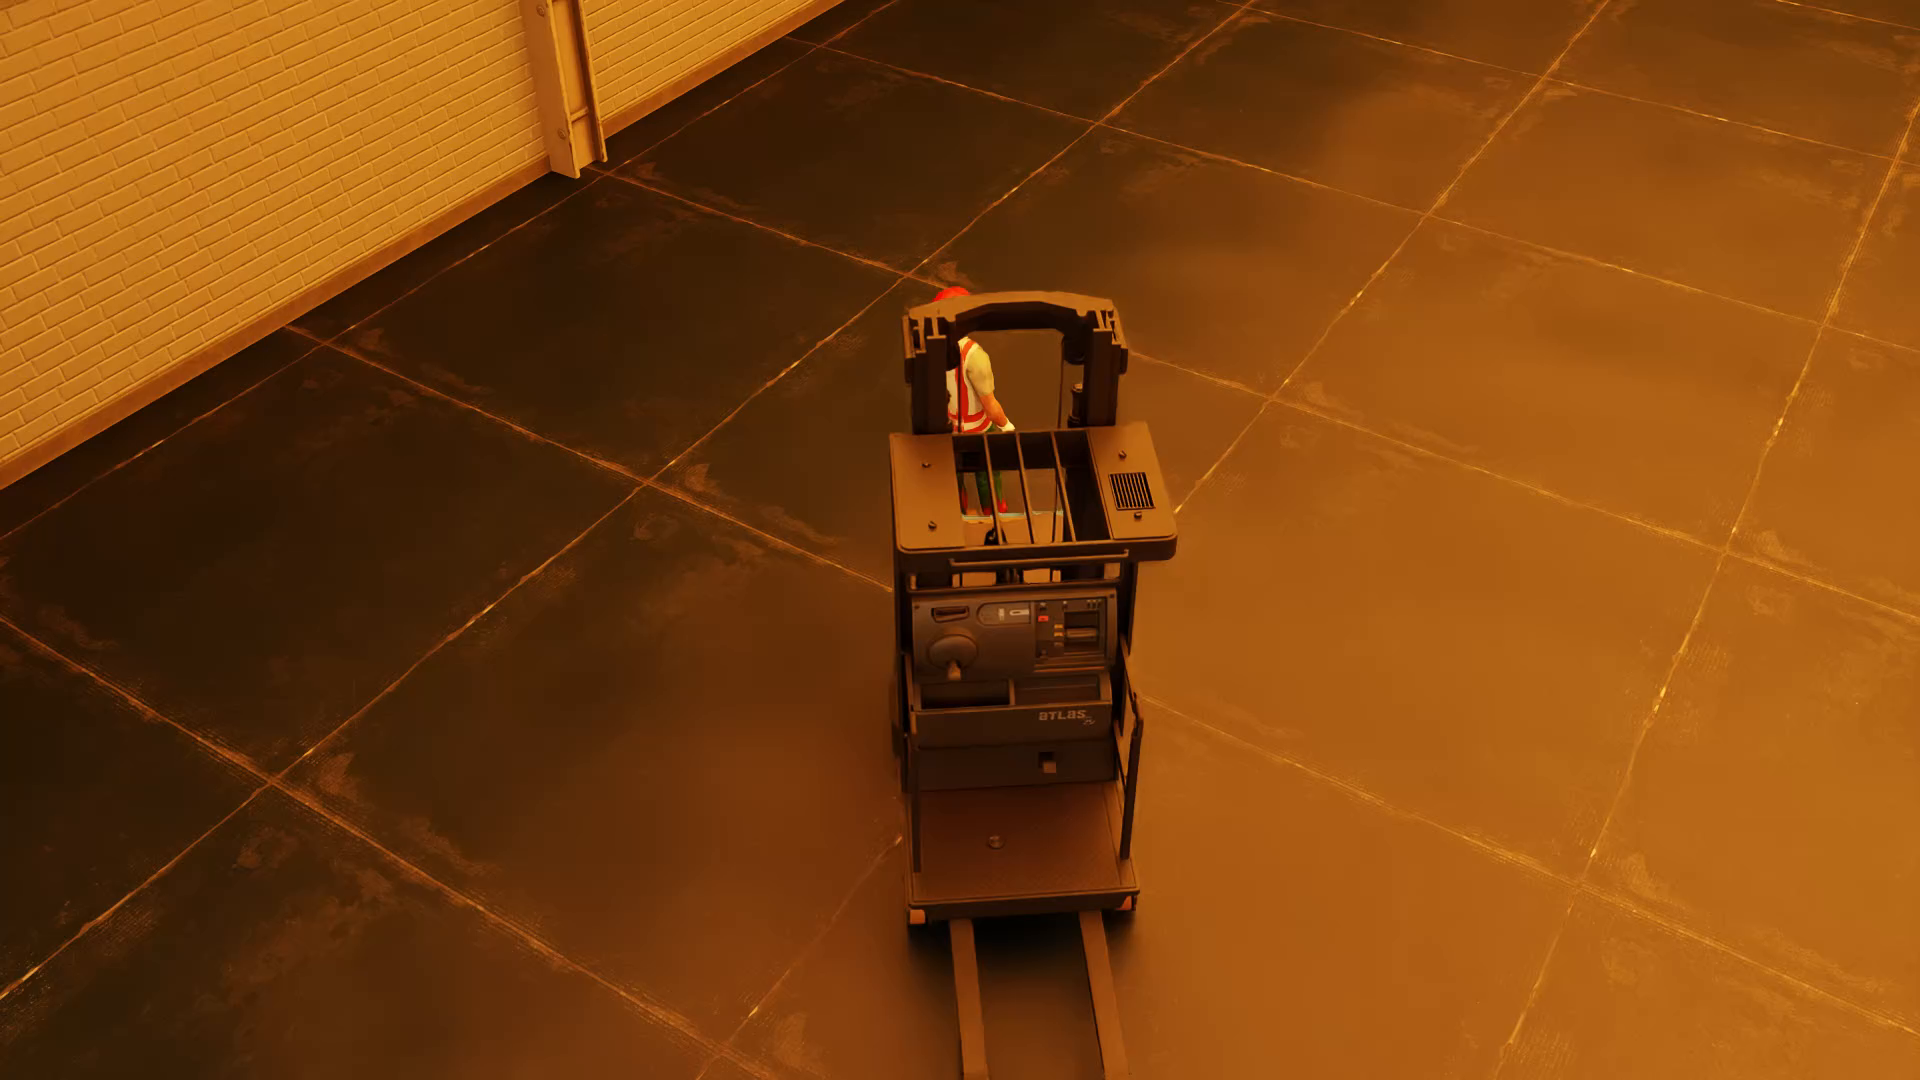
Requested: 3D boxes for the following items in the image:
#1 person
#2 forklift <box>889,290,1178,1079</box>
[{"bbox_3d":[0.054,-0.728,9.697,0.638,1.788,0.563,22,45,24],"label":"person"},{"bbox_3d":[0.267,0.509,7.366,1.130,2.935,3.031,-3,40,-3],"label":"forklift"}]
